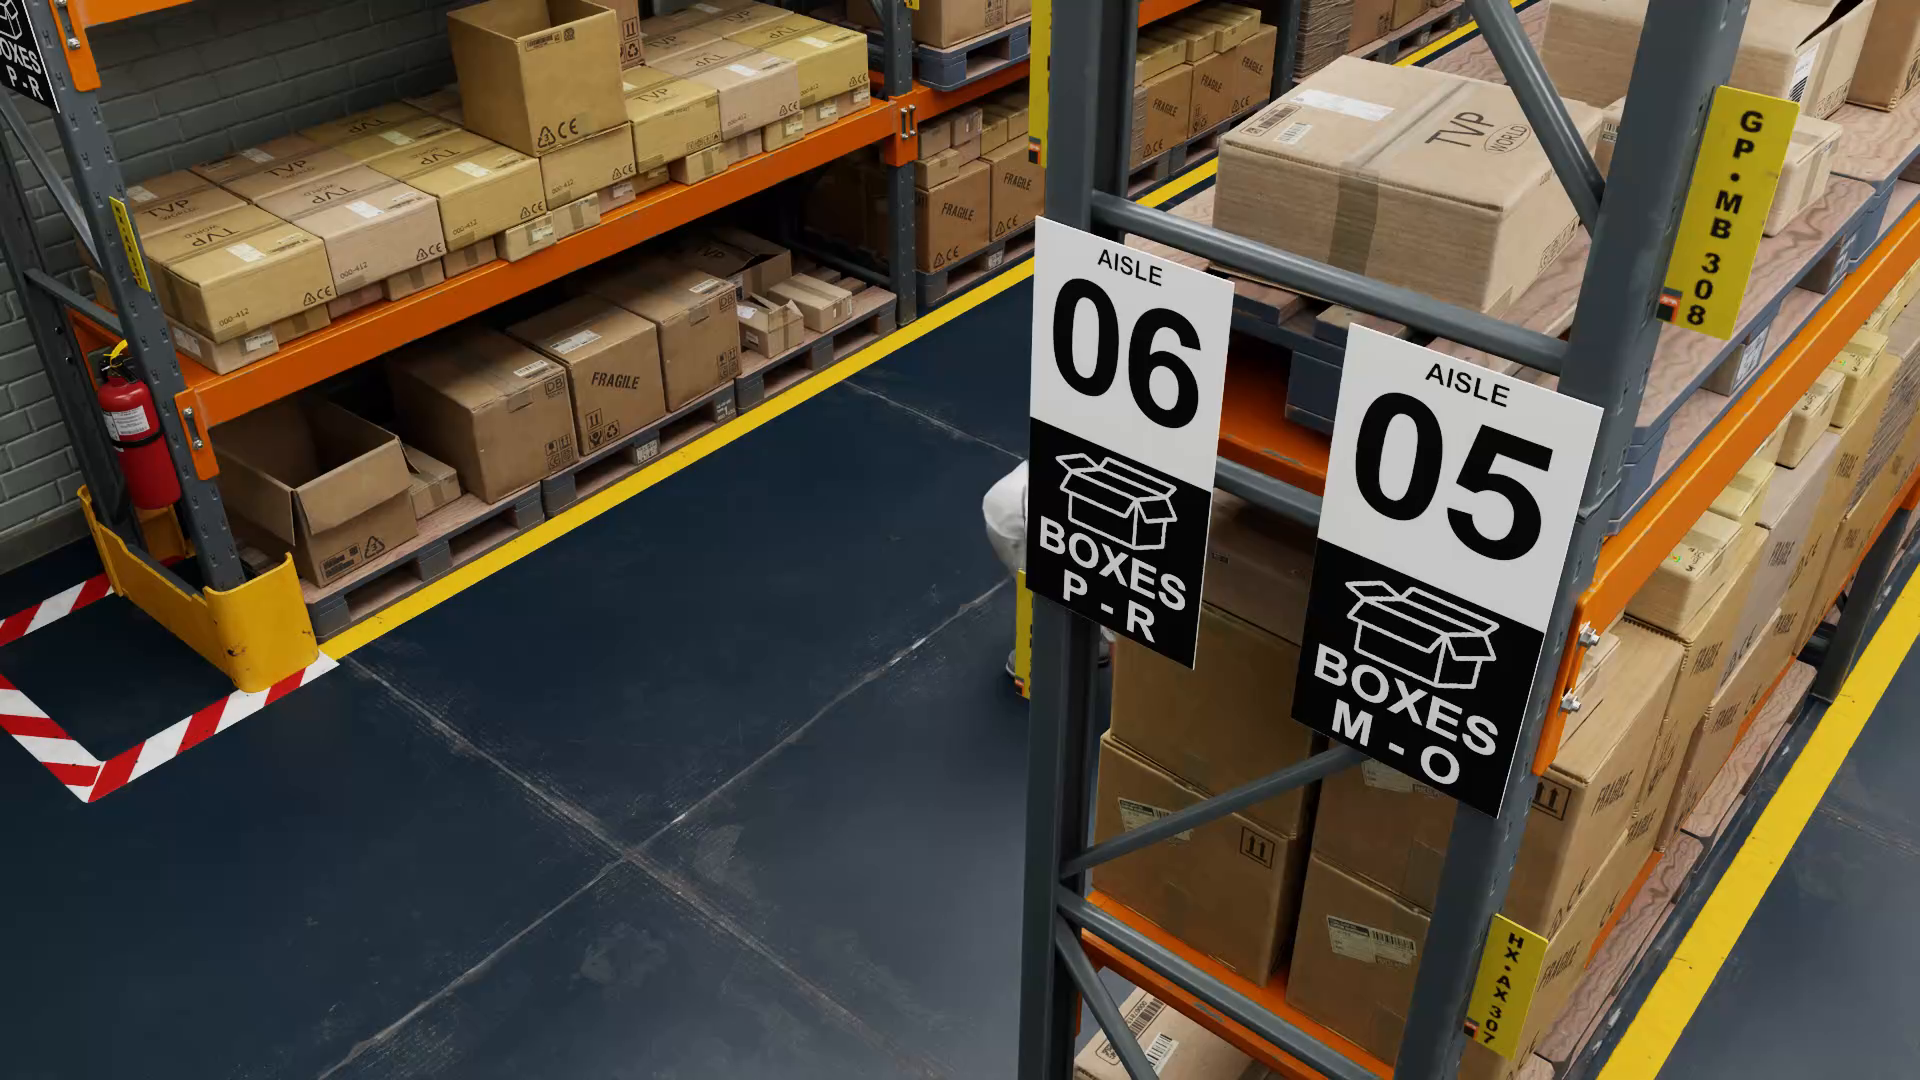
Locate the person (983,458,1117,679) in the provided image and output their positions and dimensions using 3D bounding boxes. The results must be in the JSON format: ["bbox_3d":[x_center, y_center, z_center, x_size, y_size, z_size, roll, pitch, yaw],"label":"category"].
[{"bbox_3d":[0.533,0.194,6.488,0.938,0.953,0.512,24,41,29],"label":"person"}]
